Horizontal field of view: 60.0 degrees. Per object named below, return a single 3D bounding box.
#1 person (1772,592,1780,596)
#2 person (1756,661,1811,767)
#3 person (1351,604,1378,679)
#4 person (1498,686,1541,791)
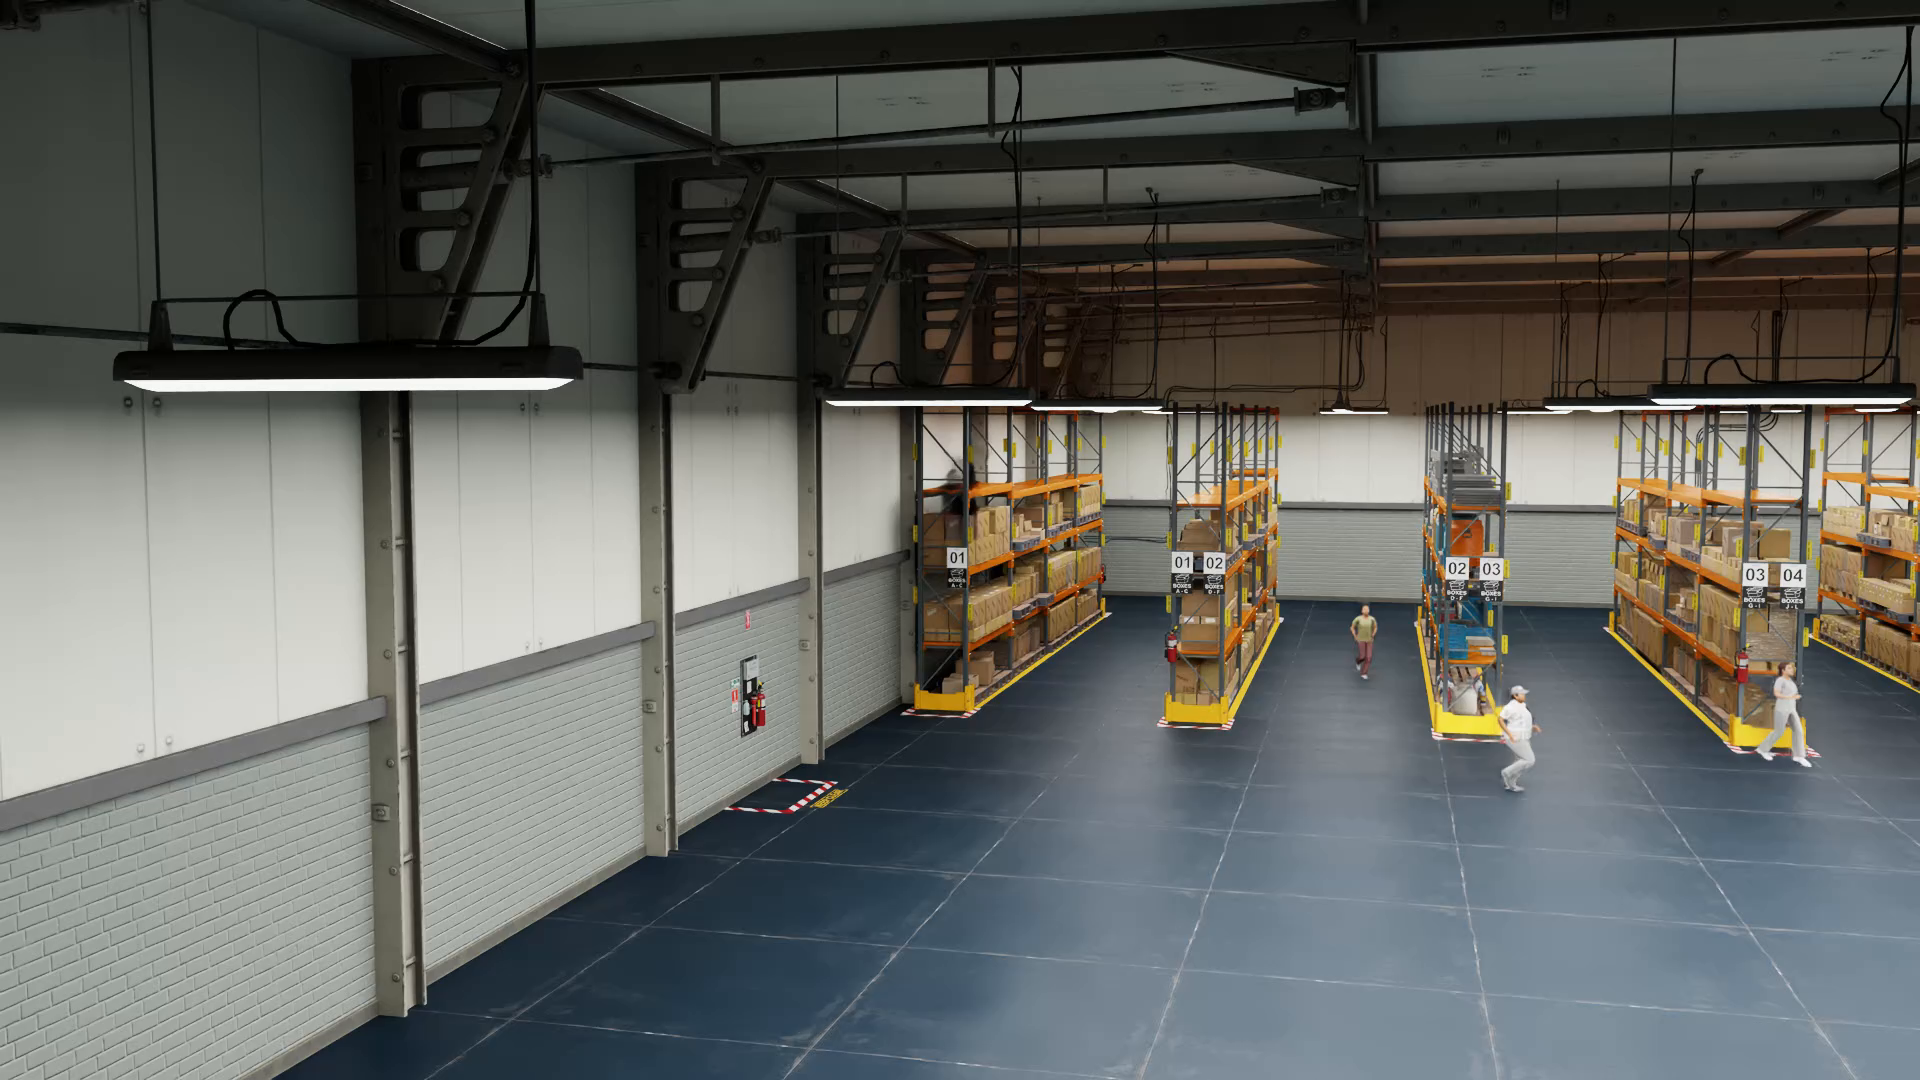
[{"bbox_3d":[20.906,1.726,43.022,0.759,1.691,0.532,3,5,34],"label":"person"},{"bbox_3d":[13.598,2.845,27.411,0.573,1.696,0.844,-3,5,-35],"label":"person"},{"bbox_3d":[8.890,2.219,36.533,0.581,1.626,0.565,0,4,0],"label":"person"},{"bbox_3d":[8.559,3.035,25.361,0.556,1.620,0.606,3,5,36],"label":"person"}]
